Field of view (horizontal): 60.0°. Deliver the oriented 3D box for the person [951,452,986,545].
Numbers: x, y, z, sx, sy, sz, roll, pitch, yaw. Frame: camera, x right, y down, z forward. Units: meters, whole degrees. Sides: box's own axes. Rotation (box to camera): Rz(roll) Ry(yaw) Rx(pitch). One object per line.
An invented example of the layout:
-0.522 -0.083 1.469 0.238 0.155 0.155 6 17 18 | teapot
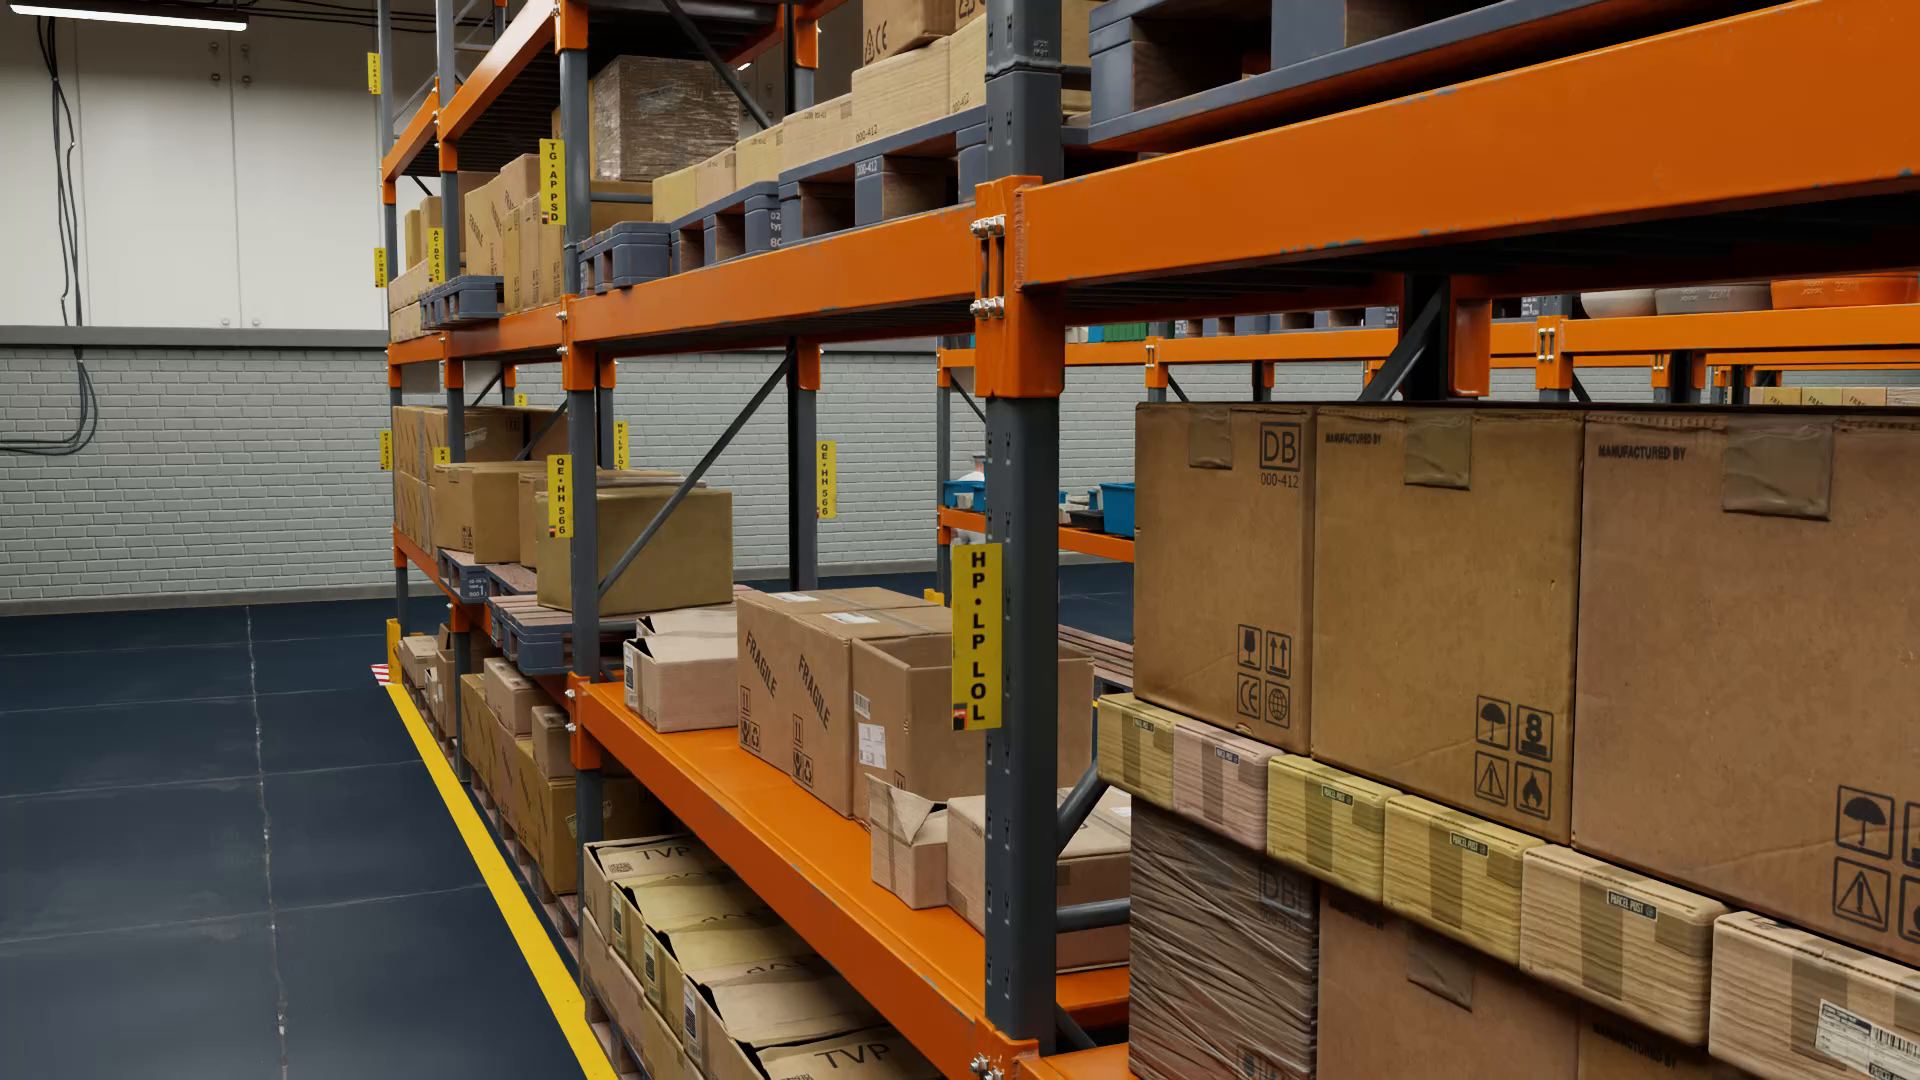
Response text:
0.194 -0.105 18.331 0.701 1.723 0.705 5 7 44 | person
